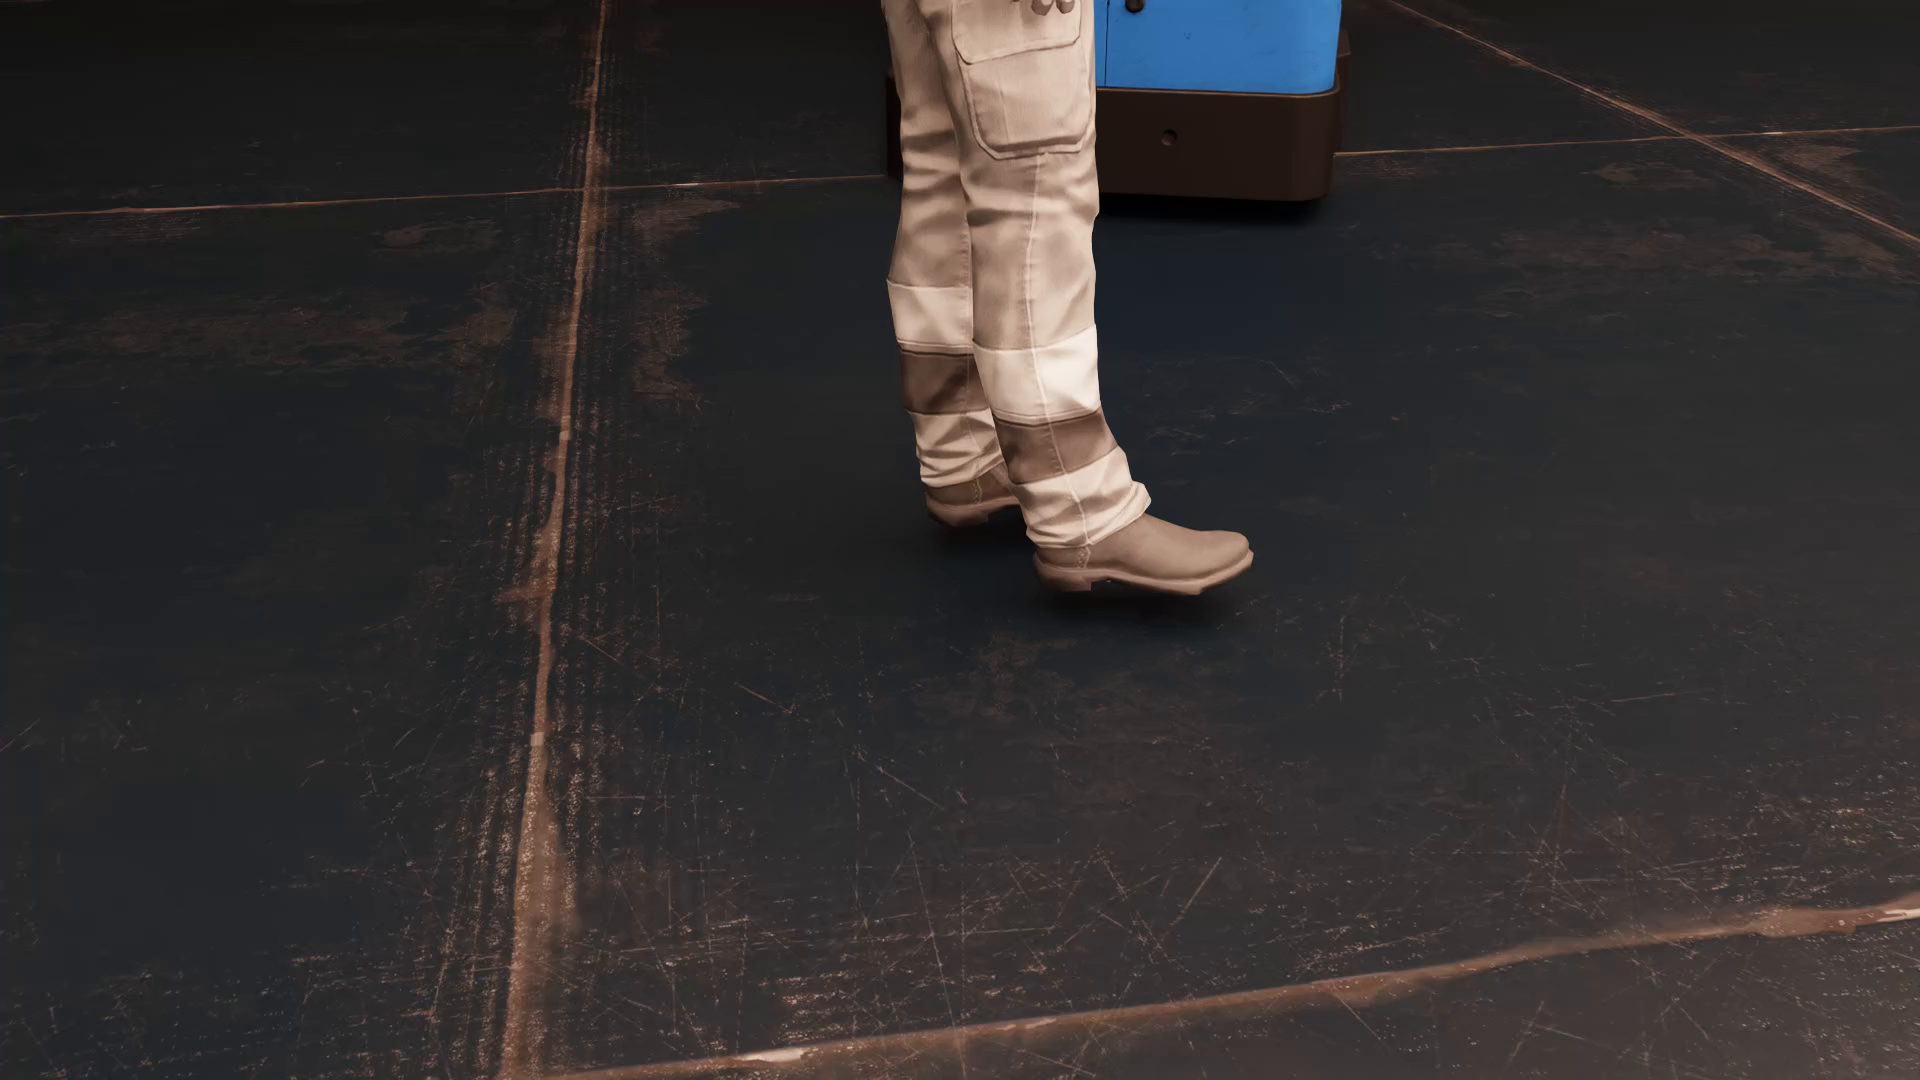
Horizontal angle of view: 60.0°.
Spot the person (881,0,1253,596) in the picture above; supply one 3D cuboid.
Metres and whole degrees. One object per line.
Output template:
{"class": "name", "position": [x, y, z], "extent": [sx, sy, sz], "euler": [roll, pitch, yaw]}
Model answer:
{"class": "person", "position": [0.081, -0.833, 2.060], "extent": [0.564, 1.786, 0.638], "euler": [-5, 28, -9]}

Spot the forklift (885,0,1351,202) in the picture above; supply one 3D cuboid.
{"class": "forklift", "position": [0.578, -2.738, 4.533], "extent": [1.130, 2.935, 3.031], "euler": [5, 28, 8]}
